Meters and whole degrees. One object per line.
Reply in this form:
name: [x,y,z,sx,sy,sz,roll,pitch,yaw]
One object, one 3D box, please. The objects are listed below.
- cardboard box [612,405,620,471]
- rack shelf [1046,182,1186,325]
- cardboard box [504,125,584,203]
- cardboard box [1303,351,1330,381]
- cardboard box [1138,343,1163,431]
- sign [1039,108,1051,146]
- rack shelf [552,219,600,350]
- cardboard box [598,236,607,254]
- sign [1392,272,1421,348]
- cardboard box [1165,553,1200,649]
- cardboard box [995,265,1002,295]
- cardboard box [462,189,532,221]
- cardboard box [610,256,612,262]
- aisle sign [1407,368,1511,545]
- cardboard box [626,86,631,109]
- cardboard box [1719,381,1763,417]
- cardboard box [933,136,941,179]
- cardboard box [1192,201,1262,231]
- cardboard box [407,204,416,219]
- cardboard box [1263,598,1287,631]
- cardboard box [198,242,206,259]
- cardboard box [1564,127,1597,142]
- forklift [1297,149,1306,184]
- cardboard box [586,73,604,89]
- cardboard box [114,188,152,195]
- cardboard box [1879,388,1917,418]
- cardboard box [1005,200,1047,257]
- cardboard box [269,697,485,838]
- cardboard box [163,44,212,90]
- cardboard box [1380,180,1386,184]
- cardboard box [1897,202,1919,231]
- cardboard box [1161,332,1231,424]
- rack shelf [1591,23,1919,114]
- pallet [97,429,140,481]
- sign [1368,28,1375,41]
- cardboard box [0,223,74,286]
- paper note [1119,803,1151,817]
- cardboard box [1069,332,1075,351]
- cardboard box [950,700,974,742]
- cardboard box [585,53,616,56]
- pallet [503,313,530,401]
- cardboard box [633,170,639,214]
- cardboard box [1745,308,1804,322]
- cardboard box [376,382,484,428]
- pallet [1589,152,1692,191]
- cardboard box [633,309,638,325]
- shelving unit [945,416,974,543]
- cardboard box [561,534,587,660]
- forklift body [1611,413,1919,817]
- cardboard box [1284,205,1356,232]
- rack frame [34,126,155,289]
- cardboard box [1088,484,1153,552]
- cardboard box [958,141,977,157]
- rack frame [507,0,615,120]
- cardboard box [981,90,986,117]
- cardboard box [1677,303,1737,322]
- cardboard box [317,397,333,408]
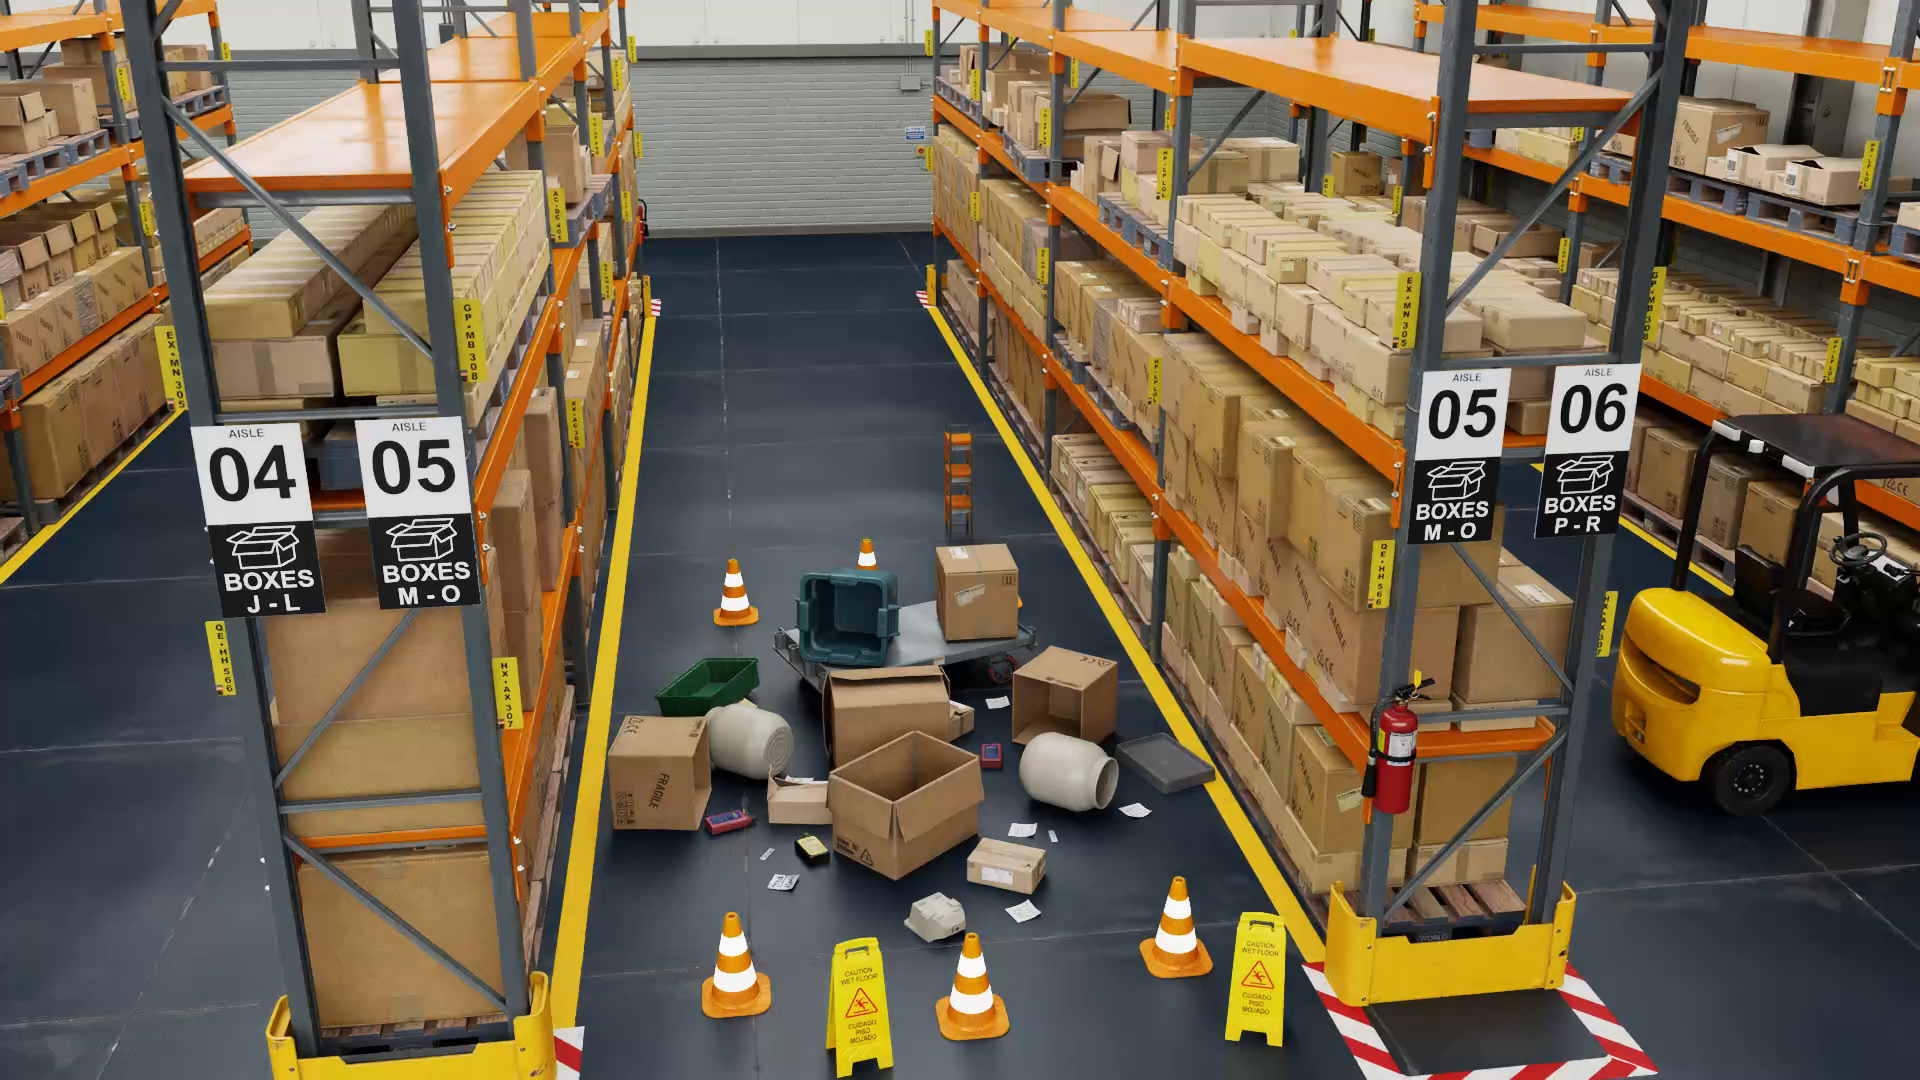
cardboard box: [-3.439,-0.944,15.503,0.500,0.500,0.500,-4,21,-10]
rack shelf: [1.582,-2.321,12.958,1.077,0.370,4.000,-3,21,-8]
cardboard box: [-3.062,-2.768,12.242,0.500,0.500,0.500,-3,21,-8]
cardboard box: [1.993,-0.925,8.552,0.380,0.149,0.250,-3,21,-8]
cardboard box: [1.577,-1.091,11.757,0.500,0.500,0.500,-3,21,-9]
sign: [0.744,-3.604,14.514,0.100,0.325,0.005,-3,21,-8]
rack shelf: [-3.301,-2.036,12.196,1.077,0.370,4.000,-3,21,-8]
cardboard box: [-3.802,-3.000,16.945,0.380,0.149,0.250,-3,21,-8]
sign: [1.895,-0.974,7.059,0.100,0.325,0.005,-3,21,-8]
cardboard box: [1.689,0.398,11.196,0.500,0.500,0.500,-2,21,-5]
cardboard box: [0.654,-2.737,17.545,0.500,0.250,0.500,-3,21,-8]
cardboard box: [-2.537,-1.808,9.034,0.380,0.149,0.250,-3,21,-7]
cardboard box: [-3.875,-2.907,17.545,0.380,0.149,0.250,-3,21,-7]
aisle sign: [2.169,-0.357,7.243,0.394,0.787,0.004,-3,21,-8]
cardboard box: [-4.335,-5.445,20.508,0.500,0.250,0.500,-3,21,-8]
cardboard box: [6.372,-1.076,13.100,0.500,0.250,0.500,-3,21,-8]
cardboard box: [-0.072,-5.049,21.951,0.500,0.500,0.500,-3,21,-9]
cardboard box: [1.659,-2.007,10.309,0.380,0.149,0.250,-2,21,-6]
cardboard box: [-3.223,-1.861,9.175,0.380,0.149,0.250,-3,21,-8]
cardboard box: [1.928,0.385,9.333,0.380,0.149,0.250,-3,21,-8]
cardboard box: [-9.029,-3.371,19.388,0.380,0.149,0.250,-4,21,-9]
cardboard box: [5.916,-3.829,15.612,0.380,0.149,0.250,-2,21,-7]
forklift: [2.958,-2.245,16.112,1.130,2.935,3.031,-3,21,-9]
cardboard box: [-3.969,-4.914,17.803,0.380,0.149,0.250,-3,21,-9]
cardboard box: [-8.968,-3.600,18.360,0.500,0.500,0.500,-3,21,-8]
cardboard box: [6.606,-0.949,11.475,0.380,0.149,0.250,-2,21,-6]
cardboard box: [0.748,-3.151,16.868,0.500,0.500,0.500,-3,21,-9]
cardboard box: [-2.535,0.913,7.344,0.875,0.550,0.550,-3,21,-8]
cardboard box: [-9.538,-5.733,20.180,0.700,0.500,0.500,-4,21,-11]
cardboard box: [5.454,-4.711,22.406,0.500,0.250,0.500,-3,21,-8]
cardboard box: [6.546,-2.172,11.148,0.380,0.149,0.250,-2,21,-7]
cardboard box: [1.720,-1.051,10.821,0.700,0.500,0.500,-3,21,-8]
rack shelf: [6.494,-3.790,13.177,1.077,0.370,4.000,-3,21,-8]
pallet: [-8.724,-0.837,16.230,1.003,0.211,1.213,-3,21,-8]
sign: [5.604,-6.807,22.677,0.100,0.325,0.005,-3,21,-8]
cardboard box: [-8.796,-2.674,15.585,0.797,0.503,0.637,-2,21,-6]
paper note: [1.049,1.612,9.932,0.142,0.019,0.148,-11,23,-26]
cardboard box: [1.158,-1.705,14.328,0.380,0.149,0.250,-4,21,-11]
cardboard box: [-0.136,1.111,10.936,0.396,0.266,0.258,17,27,39]
cardboard box: [-4.428,-5.907,20.461,0.380,0.149,0.250,-4,21,-9]
pallet: [-2.733,-0.934,8.343,1.003,0.211,1.213,-3,21,-8]
cardboard box: [-4.423,-4.474,21.413,0.500,0.500,0.500,-2,21,-7]
cardboard box: [6.770,-1.825,13.820,0.380,0.149,0.250,-3,21,-7]
cardboard box: [-2.169,-0.556,6.822,0.380,0.149,0.250,-3,21,-7]
pallet: [6.392,-3.283,14.776,1.213,0.211,1.003,-2,21,-5]
cardboard box: [-4.135,-2.720,20.336,0.380,0.149,0.250,-3,21,-7]
shelving unit: [-0.008,-0.510,14.156,0.215,1.050,0.252,-3,21,-8]
cardboard box: [-3.192,0.371,11.624,1.050,0.750,0.750,-3,21,-8]
forklift body: [5.280,0.406,10.128,2.313,2.155,1.214,-3,21,-8]
cardboard box: [2.195,-1.942,10.134,0.380,0.149,0.250,-2,21,-6]
rack frame: [-9.089,-2.830,17.581,1.000,3.000,0.127,-3,21,-8]
cardboard box: [1.584,-0.197,13.685,0.950,0.372,0.625,-2,21,-6]
cardboard box: [0.186,-4.770,20.275,0.380,0.149,0.250,-3,21,-8]
rack frame: [-4.166,-5.856,17.107,1.000,3.000,0.127,-3,21,-8]
cardboard box: [0.443,-4.678,17.833,0.396,0.266,0.258,-3,21,-8]
cardboard box: [6.289,-1.891,13.995,0.380,0.149,0.250,-3,21,-8]
cardboard box: [-2.855,-0.607,6.957,0.380,0.149,0.250,-3,21,-7]
